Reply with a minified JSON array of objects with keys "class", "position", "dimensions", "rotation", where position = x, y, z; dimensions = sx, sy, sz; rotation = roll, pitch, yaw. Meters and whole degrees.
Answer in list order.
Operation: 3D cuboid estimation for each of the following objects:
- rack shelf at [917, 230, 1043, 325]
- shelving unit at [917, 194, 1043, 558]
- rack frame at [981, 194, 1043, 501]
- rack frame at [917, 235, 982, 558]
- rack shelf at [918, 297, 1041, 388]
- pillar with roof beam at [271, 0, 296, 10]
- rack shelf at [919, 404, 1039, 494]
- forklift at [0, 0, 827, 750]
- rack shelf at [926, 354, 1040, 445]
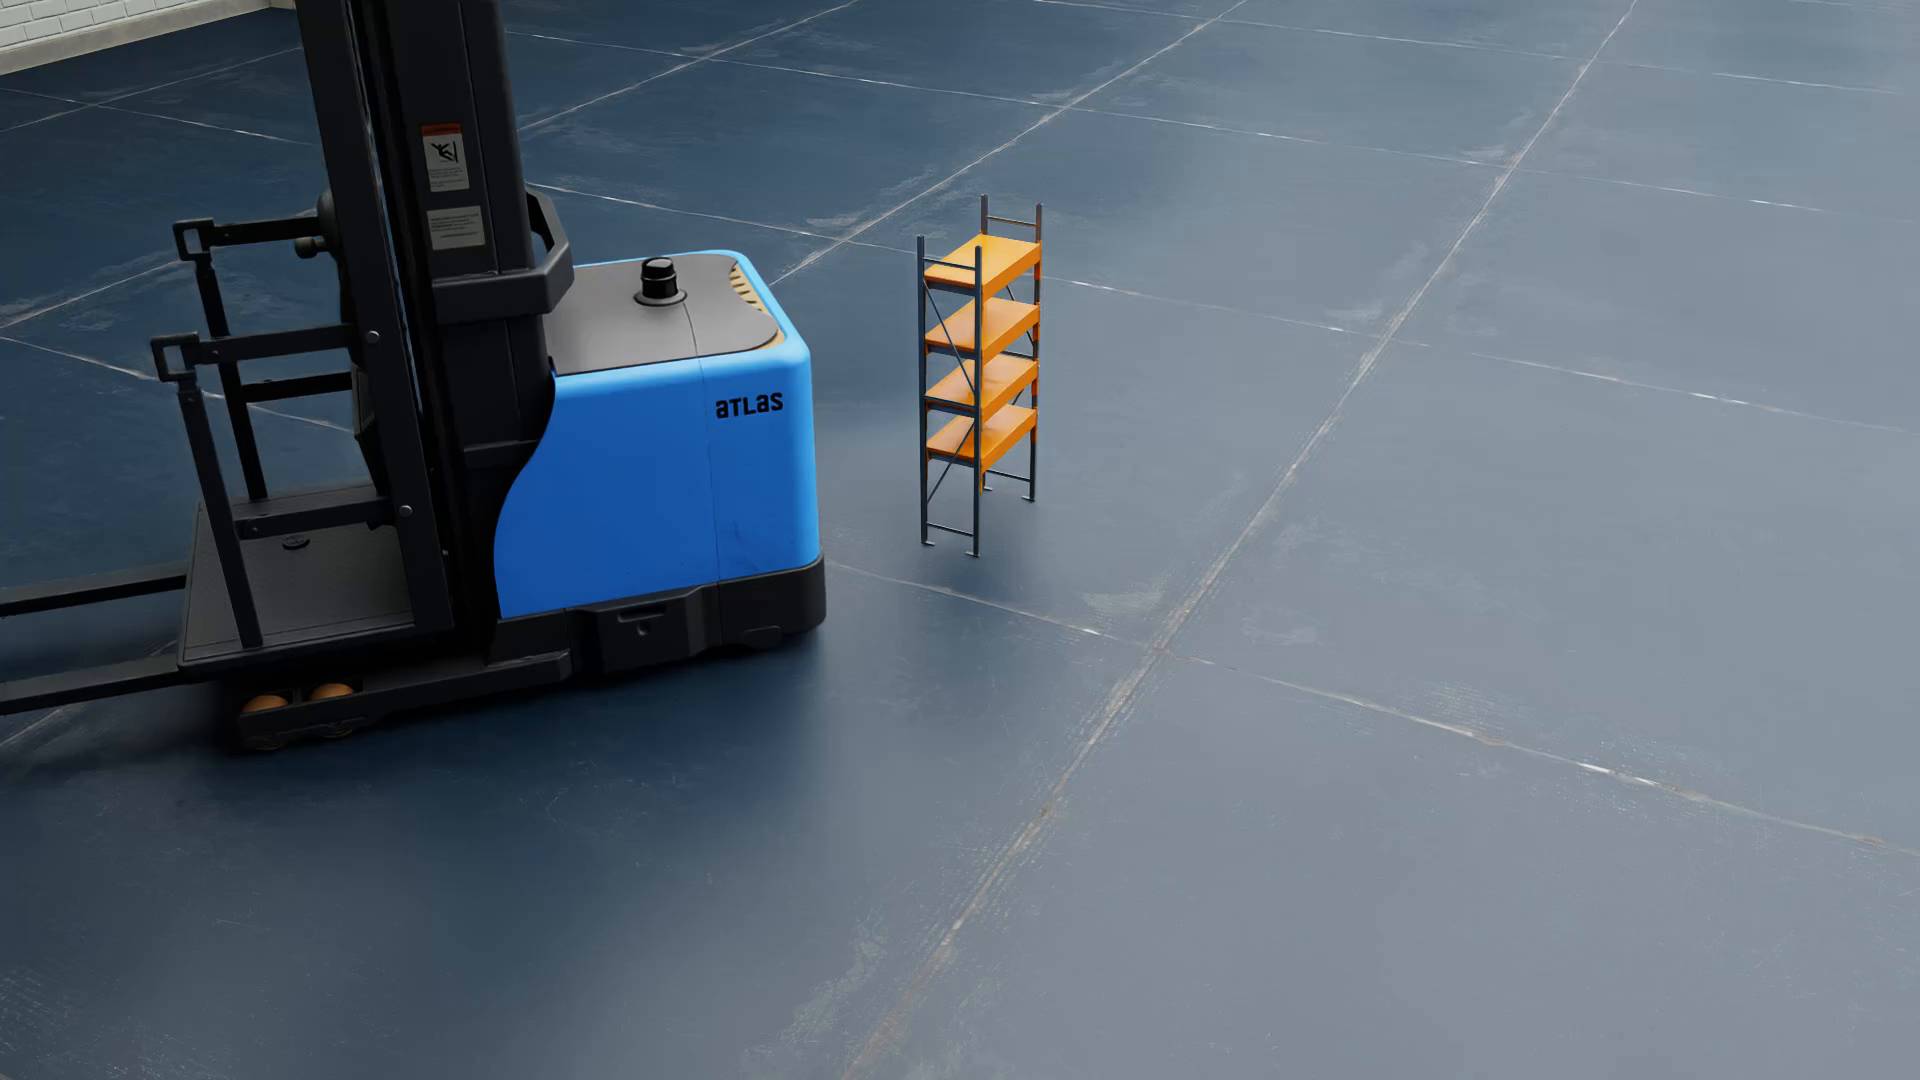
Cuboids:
[{"class":"rack shelf","position":[0.075,-0.934,5.883],"dimensions":[0.258,0.148,0.480],"rotation":[14,33,23]},{"class":"shelving unit","position":[0.075,-0.594,6.079],"dimensions":[0.258,1.200,0.503],"rotation":[14,33,23]},{"class":"rack frame","position":[0.187,-0.702,6.267],"dimensions":[0.240,1.200,0.015],"rotation":[14,33,23]},{"class":"rack frame","position":[-0.036,-0.486,5.891],"dimensions":[0.240,1.200,0.015],"rotation":[14,33,23]},{"class":"rack shelf","position":[0.075,-0.729,6.001],"dimensions":[0.258,0.148,0.480],"rotation":[14,33,23]},{"class":"pillar with roof beam","position":[-1.828,-7.526,10.319],"dimensions":[9.100,9.000,0.400],"rotation":[14,33,23]},{"class":"rack shelf","position":[0.075,-0.363,6.211],"dimensions":[0.258,0.148,0.480],"rotation":[14,33,23]},{"class":"forklift","position":[-2.028,-0.920,4.909],"dimensions":[3.031,2.935,1.130],"rotation":[-10,31,-17]},{"class":"rack shelf","position":[0.075,-0.535,6.113],"dimensions":[0.258,0.148,0.480],"rotation":[14,33,23]}]
